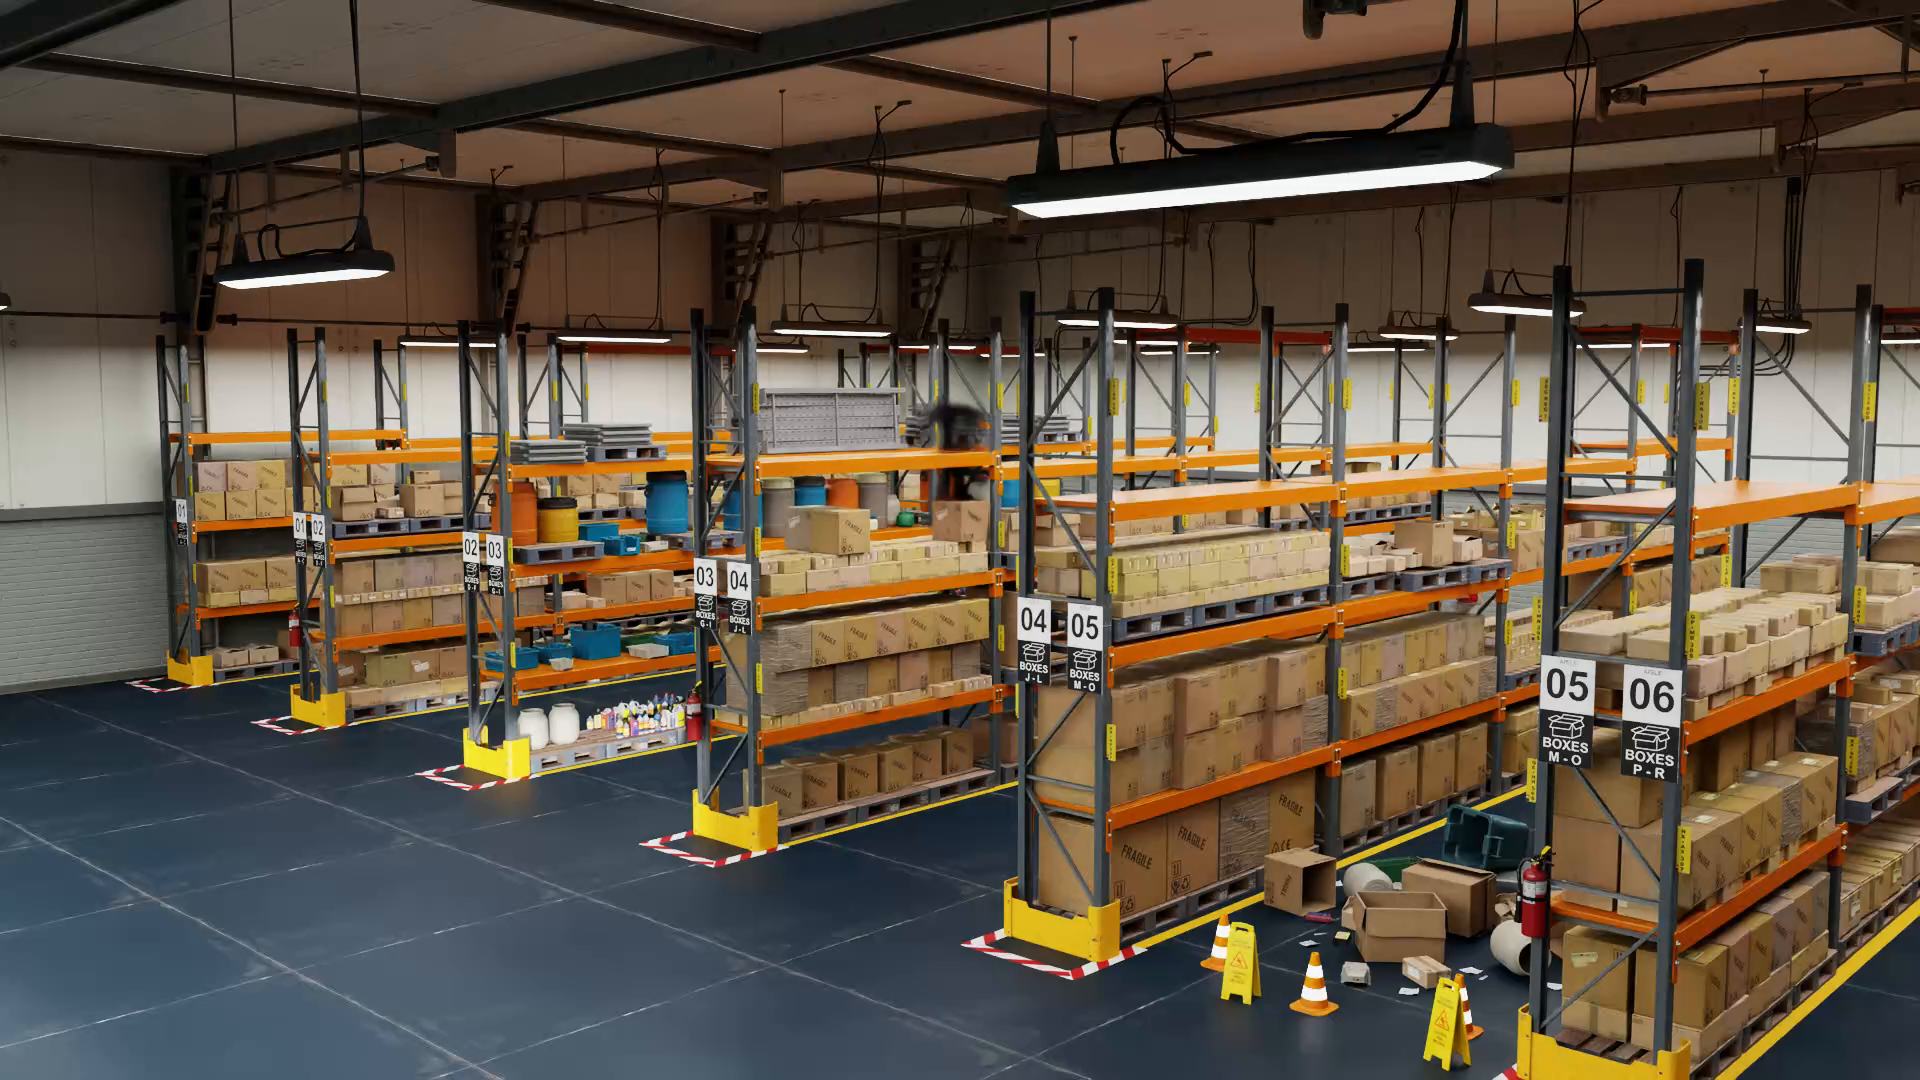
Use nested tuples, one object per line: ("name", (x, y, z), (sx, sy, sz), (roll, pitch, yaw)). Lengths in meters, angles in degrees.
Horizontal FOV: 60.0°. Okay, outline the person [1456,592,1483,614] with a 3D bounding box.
("person", (9.641, 1.336, 31.667), (0.663, 1.783, 0.776), (1, 5, 9))
